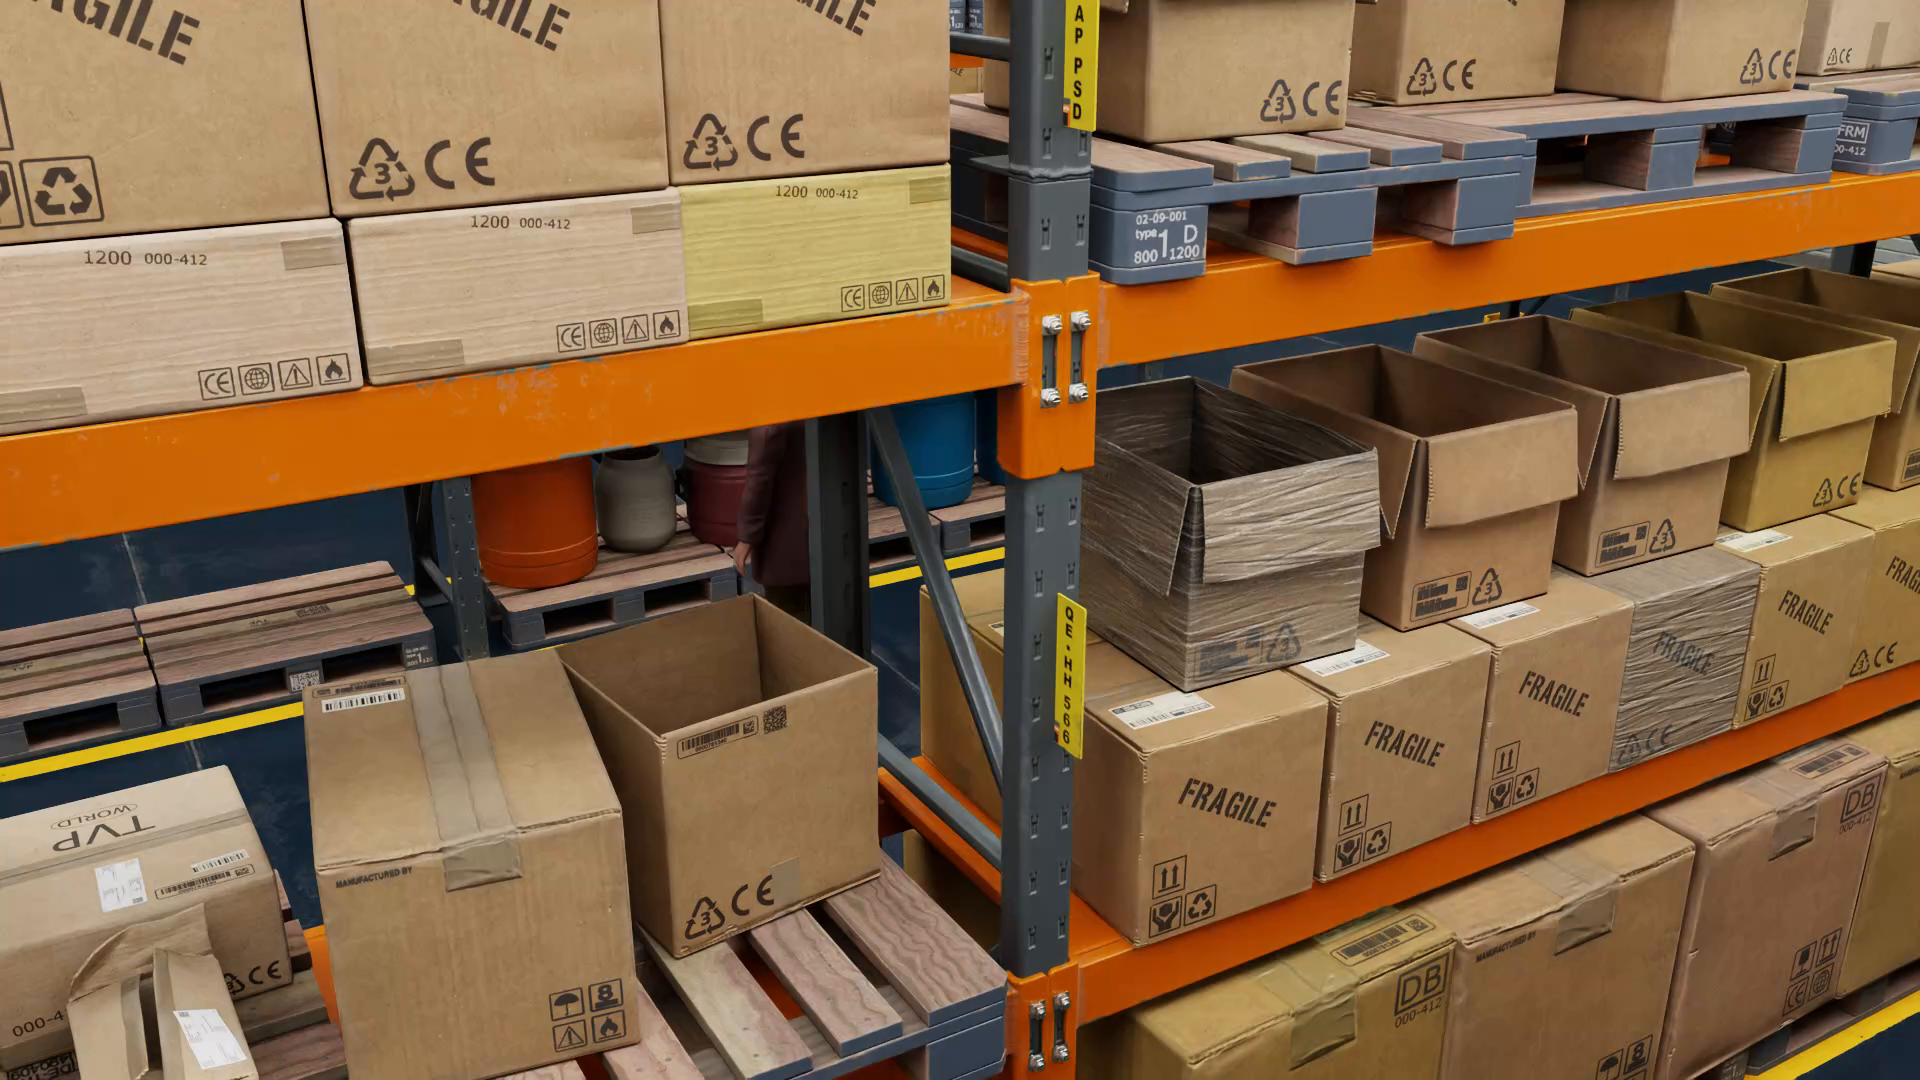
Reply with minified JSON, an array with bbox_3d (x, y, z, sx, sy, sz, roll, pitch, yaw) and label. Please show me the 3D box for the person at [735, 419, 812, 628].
[{"bbox_3d":[-0.752,-0.078,7.243,0.418,1.790,0.671,14,25,32],"label":"person"}]
